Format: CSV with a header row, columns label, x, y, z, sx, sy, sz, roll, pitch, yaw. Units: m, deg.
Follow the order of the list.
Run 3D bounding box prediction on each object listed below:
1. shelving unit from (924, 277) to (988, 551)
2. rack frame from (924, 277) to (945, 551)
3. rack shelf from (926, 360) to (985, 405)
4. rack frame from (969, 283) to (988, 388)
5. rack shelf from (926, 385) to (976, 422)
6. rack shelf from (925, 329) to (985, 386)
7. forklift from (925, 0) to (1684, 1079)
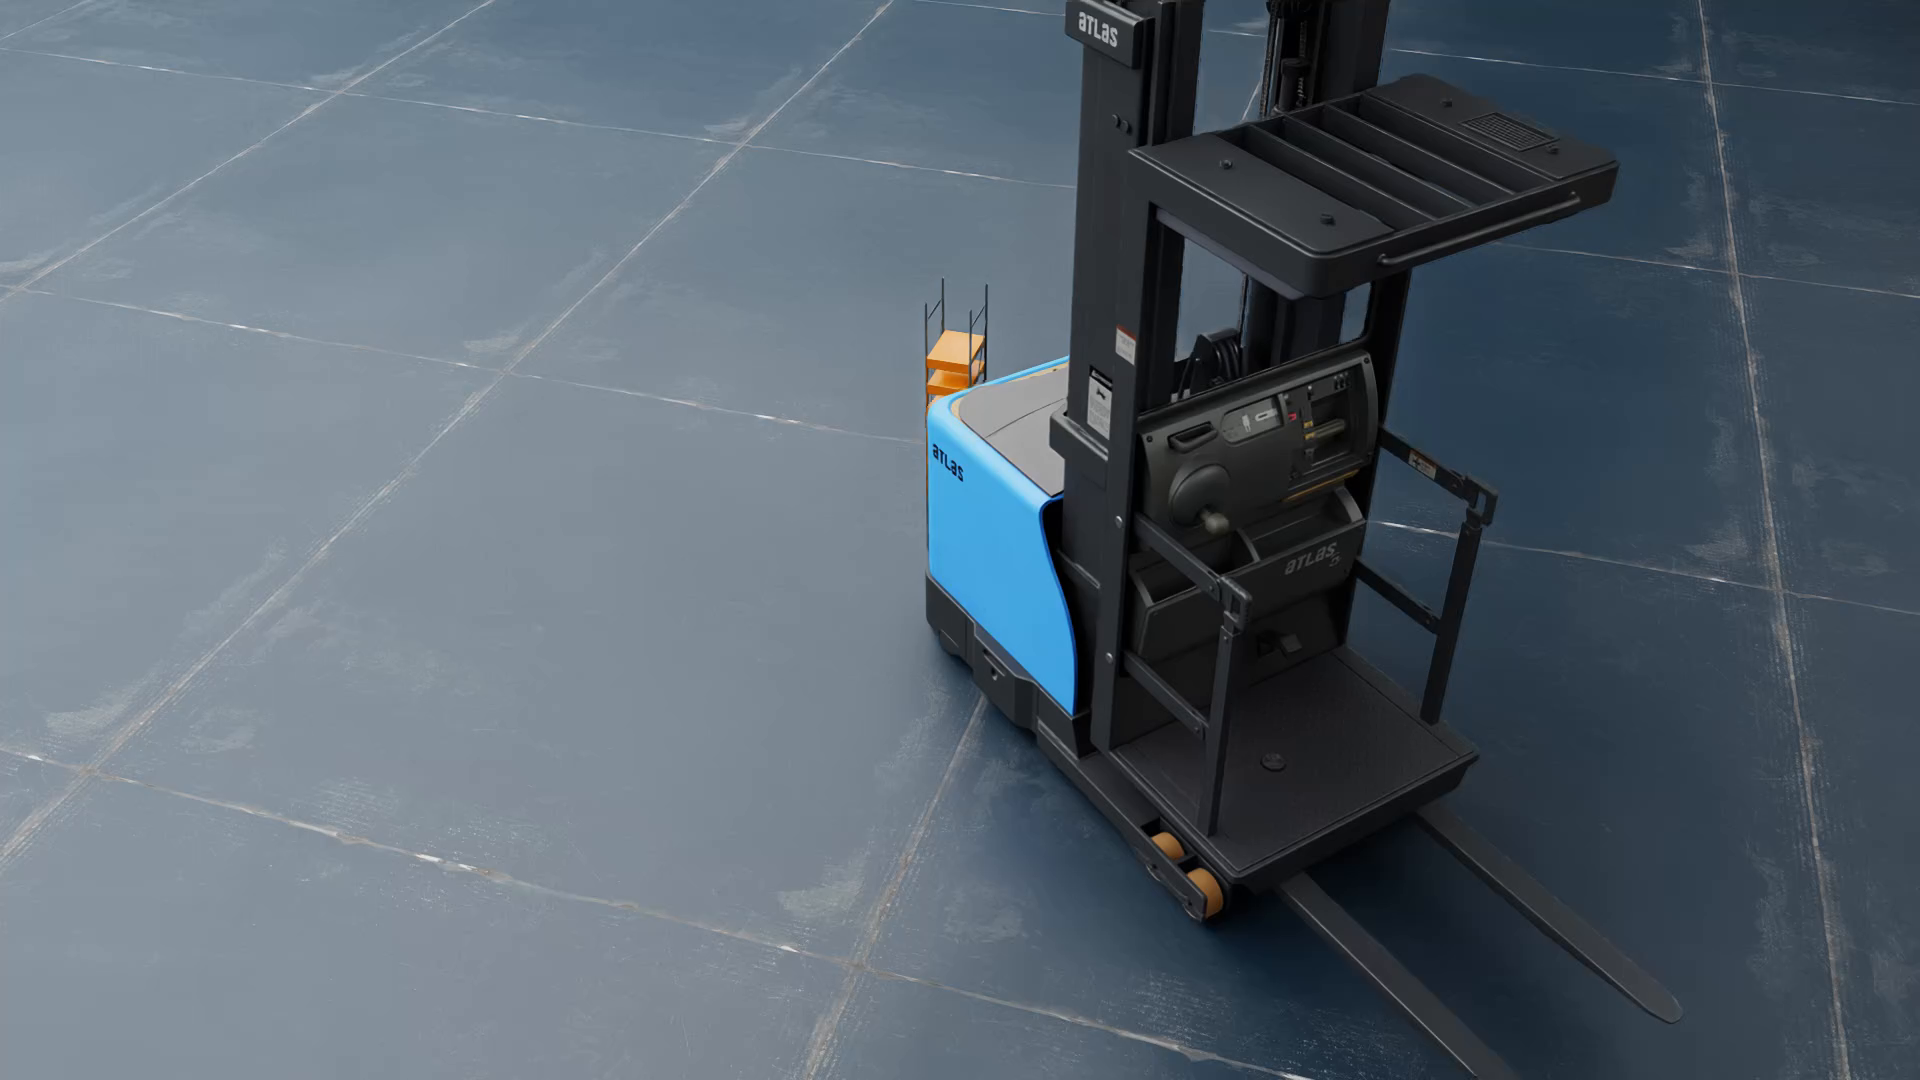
label,x,y,z,sx,sy,sz,roll,pitch,yaw
shelving unit,-0.014,-0.486,6.898,0.189,1.200,0.258,10,38,14
rack frame,-0.101,-0.502,6.920,0.006,1.200,0.240,10,38,14
rack shelf,-0.014,-0.643,6.782,0.180,0.103,0.258,10,38,14
rack frame,0.074,-0.470,6.876,0.006,1.200,0.240,10,38,14
rack shelf,-0.014,-0.547,6.853,0.180,0.103,0.258,10,38,14
rack shelf,-0.014,-0.740,6.711,0.180,0.103,0.258,10,38,14
forklift,1.072,-0.240,5.104,1.130,2.935,3.031,-20,41,-25
